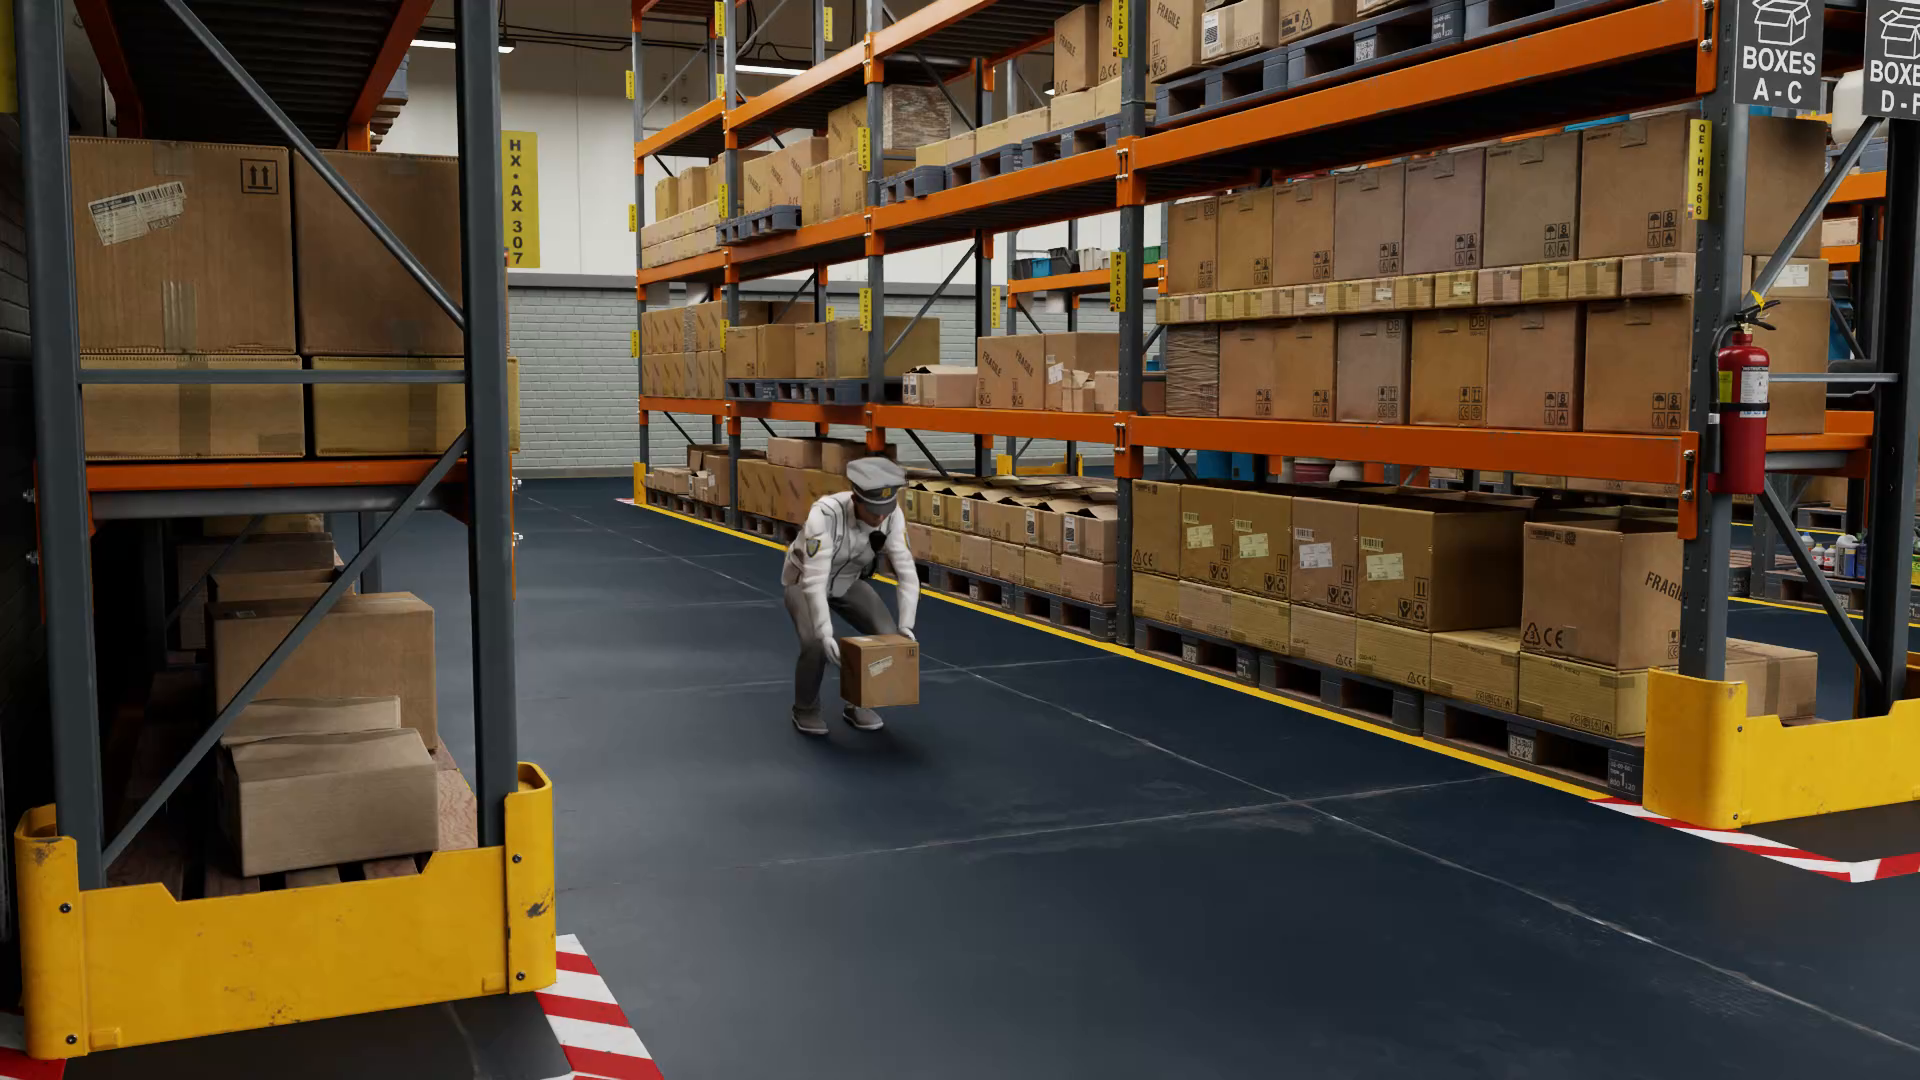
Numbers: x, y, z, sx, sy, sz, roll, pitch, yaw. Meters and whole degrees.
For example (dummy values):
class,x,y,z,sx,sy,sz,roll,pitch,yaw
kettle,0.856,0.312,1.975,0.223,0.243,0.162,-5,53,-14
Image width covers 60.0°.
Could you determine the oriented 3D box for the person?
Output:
class,x,y,z,sx,sy,sz,roll,pitch,yaw
person,-0.463,0.235,7.097,0.524,1.184,0.789,-2,6,-24
